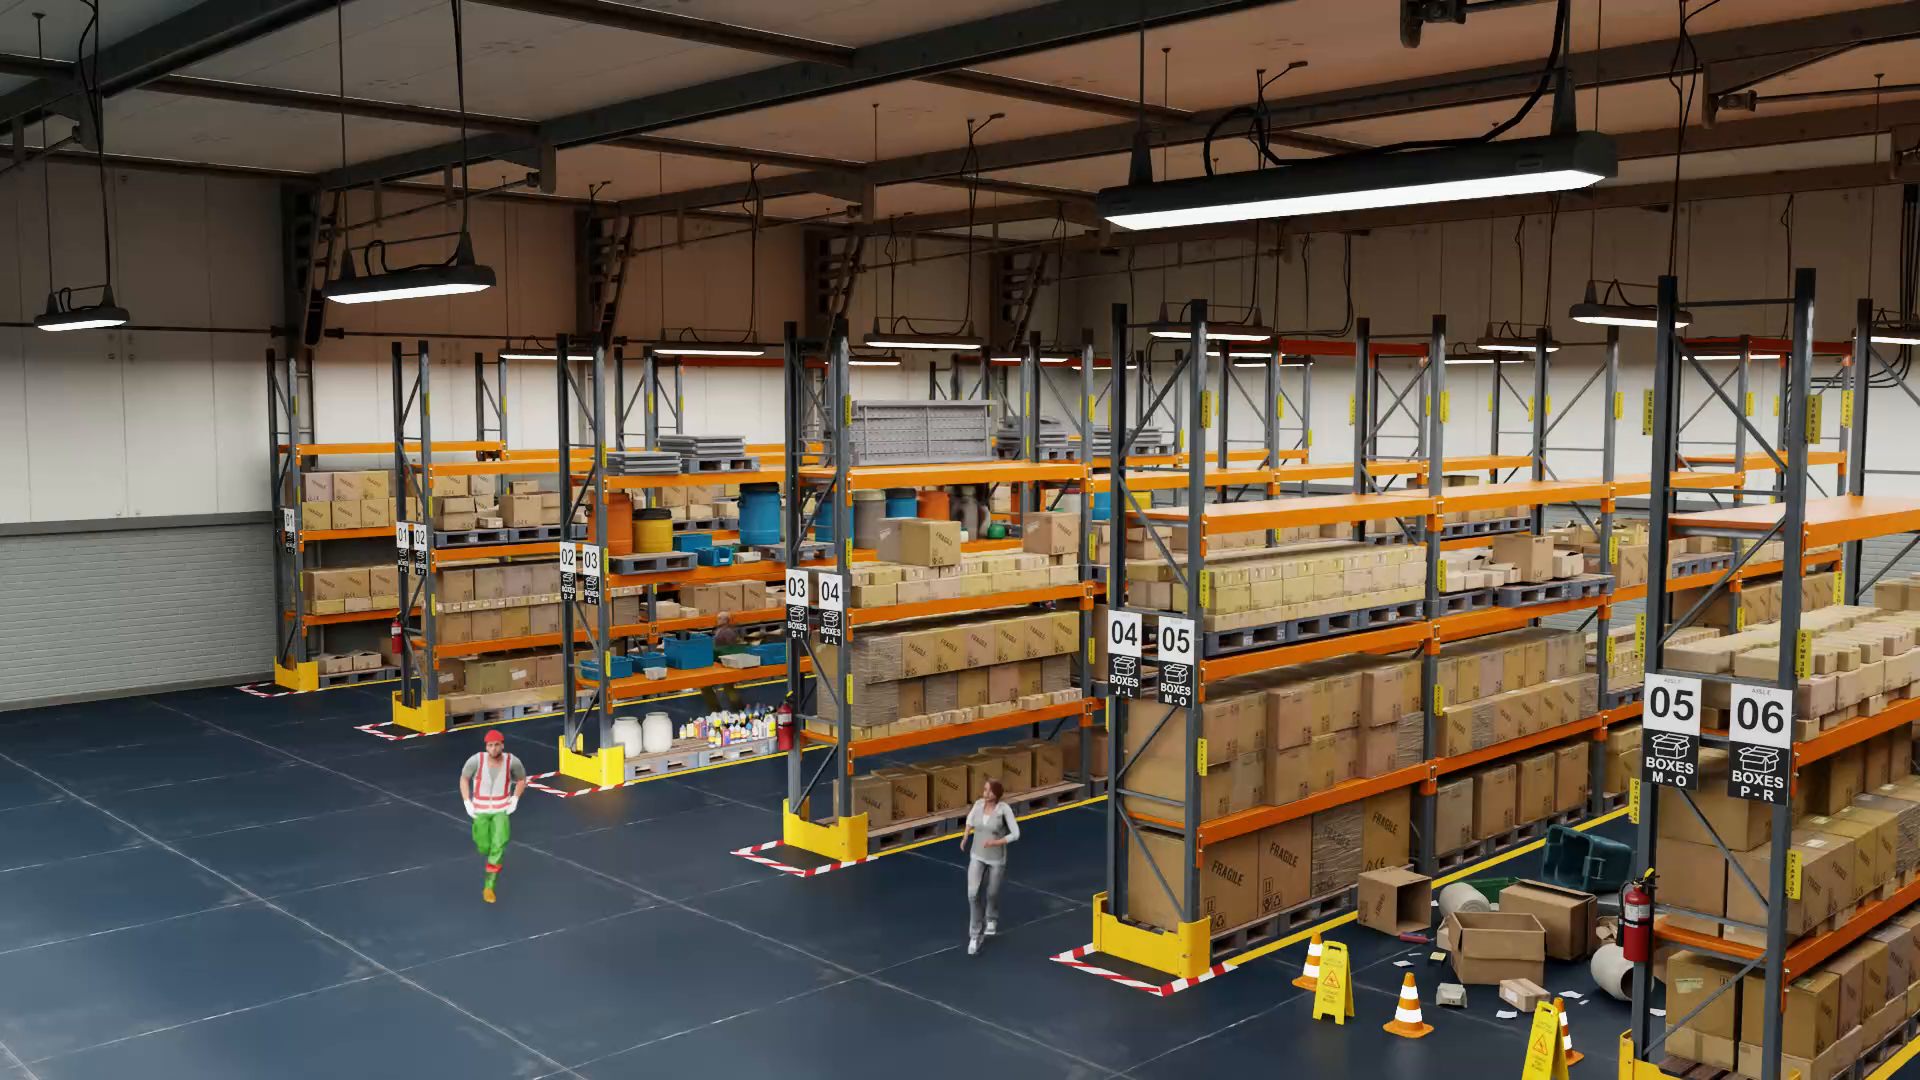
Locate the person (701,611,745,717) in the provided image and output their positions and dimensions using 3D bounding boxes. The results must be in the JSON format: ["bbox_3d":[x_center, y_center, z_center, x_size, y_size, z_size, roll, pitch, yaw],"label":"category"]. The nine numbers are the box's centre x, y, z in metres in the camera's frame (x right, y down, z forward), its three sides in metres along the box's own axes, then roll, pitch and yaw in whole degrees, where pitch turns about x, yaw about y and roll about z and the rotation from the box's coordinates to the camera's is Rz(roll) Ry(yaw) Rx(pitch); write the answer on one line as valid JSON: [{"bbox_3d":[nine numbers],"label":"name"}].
[{"bbox_3d":[-3.723,2.020,26.090,0.813,1.816,0.670,-4,6,-39],"label":"person"}]

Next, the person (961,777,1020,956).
[{"bbox_3d":[0.299,3.030,15.592,0.567,1.654,0.636,2,5,18],"label":"person"}]

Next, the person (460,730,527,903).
[{"bbox_3d":[-4.855,2.815,17.331,0.662,1.759,0.869,-1,5,-11],"label":"person"}]
